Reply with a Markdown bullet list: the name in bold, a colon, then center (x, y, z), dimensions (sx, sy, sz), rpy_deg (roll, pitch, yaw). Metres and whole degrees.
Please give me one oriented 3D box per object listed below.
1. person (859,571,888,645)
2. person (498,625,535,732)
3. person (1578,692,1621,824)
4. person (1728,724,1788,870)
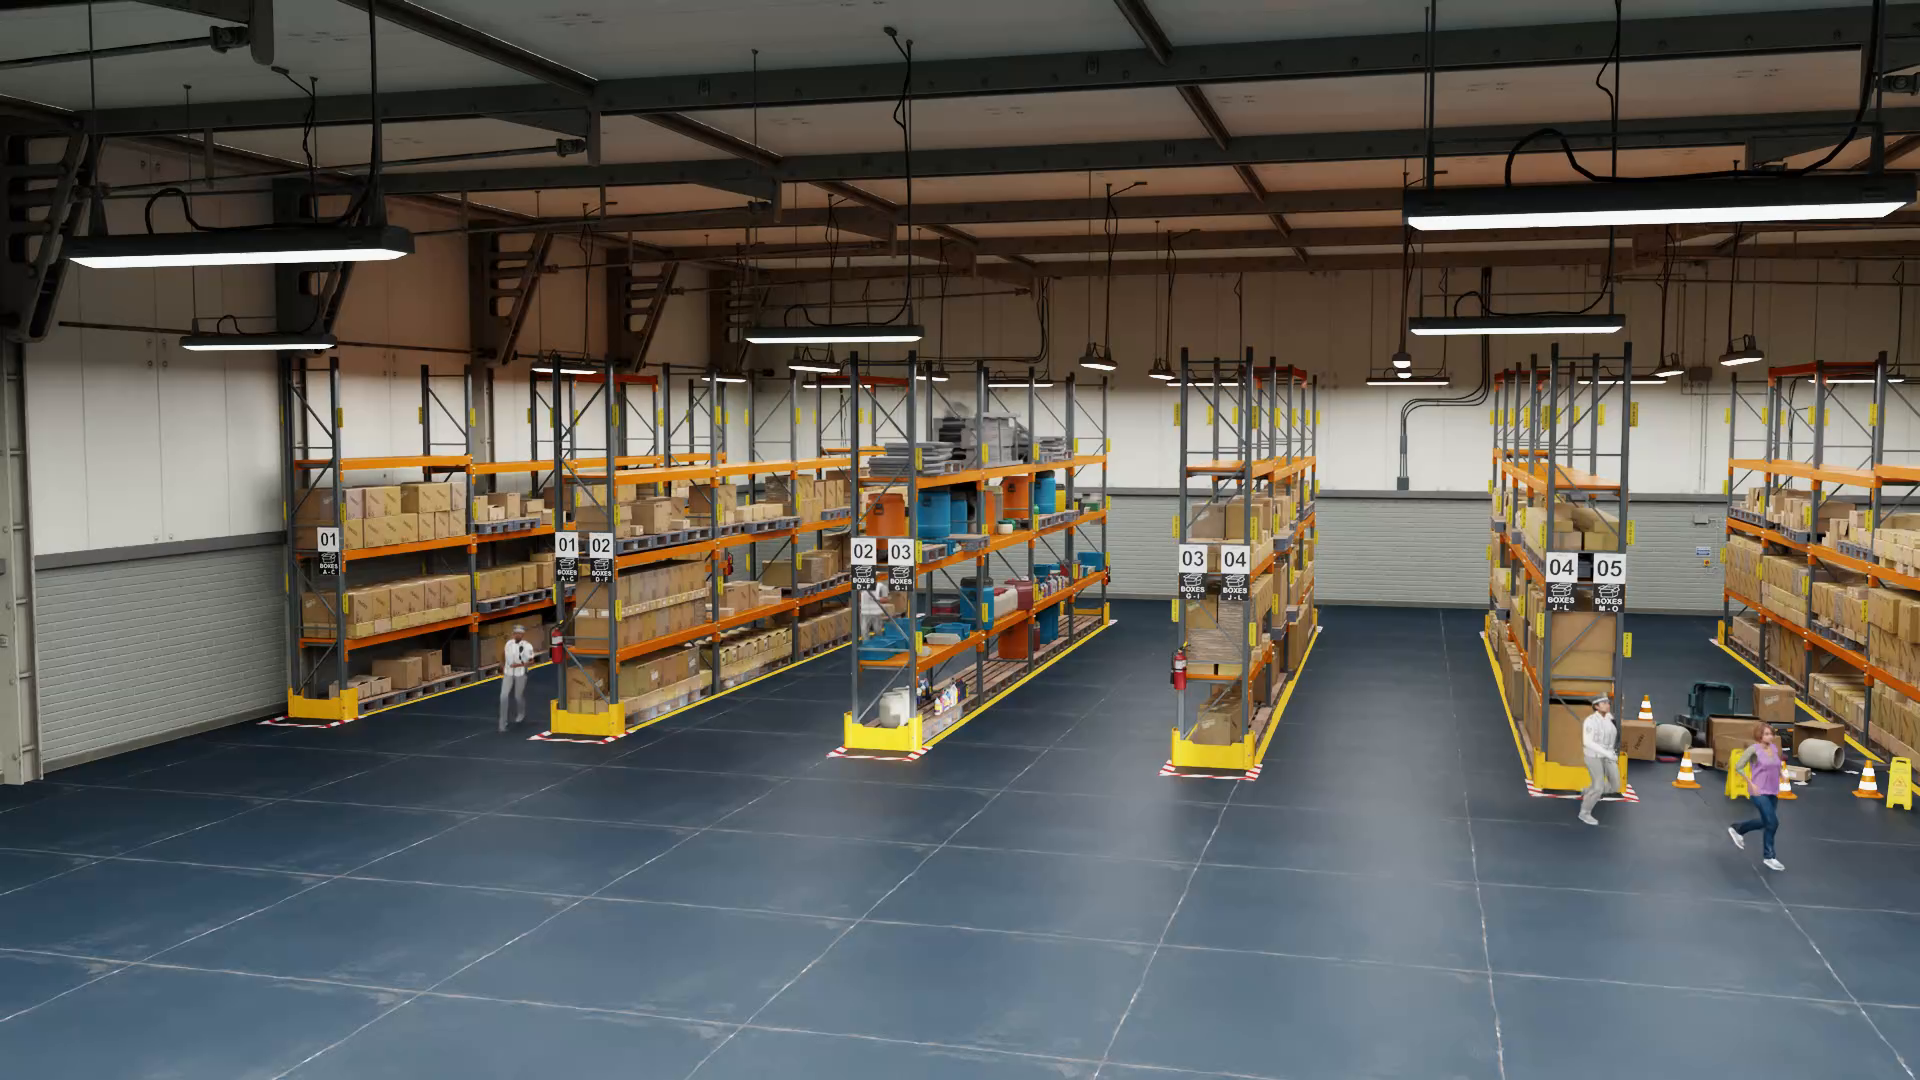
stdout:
- **person**: center (-1.696, 1.460, 31.874), dimensions (0.671, 1.834, 0.836), rpy_deg (1, 4, 7)
- **person**: center (-7.144, 2.209, 26.877), dimensions (0.592, 1.726, 0.863), rpy_deg (0, 4, 3)
- **person**: center (7.925, 2.683, 20.489), dimensions (0.650, 1.662, 0.583), rpy_deg (-2, 5, -29)
- **person**: center (8.987, 2.849, 18.699), dimensions (0.532, 1.594, 0.735), rpy_deg (-2, 5, -23)
